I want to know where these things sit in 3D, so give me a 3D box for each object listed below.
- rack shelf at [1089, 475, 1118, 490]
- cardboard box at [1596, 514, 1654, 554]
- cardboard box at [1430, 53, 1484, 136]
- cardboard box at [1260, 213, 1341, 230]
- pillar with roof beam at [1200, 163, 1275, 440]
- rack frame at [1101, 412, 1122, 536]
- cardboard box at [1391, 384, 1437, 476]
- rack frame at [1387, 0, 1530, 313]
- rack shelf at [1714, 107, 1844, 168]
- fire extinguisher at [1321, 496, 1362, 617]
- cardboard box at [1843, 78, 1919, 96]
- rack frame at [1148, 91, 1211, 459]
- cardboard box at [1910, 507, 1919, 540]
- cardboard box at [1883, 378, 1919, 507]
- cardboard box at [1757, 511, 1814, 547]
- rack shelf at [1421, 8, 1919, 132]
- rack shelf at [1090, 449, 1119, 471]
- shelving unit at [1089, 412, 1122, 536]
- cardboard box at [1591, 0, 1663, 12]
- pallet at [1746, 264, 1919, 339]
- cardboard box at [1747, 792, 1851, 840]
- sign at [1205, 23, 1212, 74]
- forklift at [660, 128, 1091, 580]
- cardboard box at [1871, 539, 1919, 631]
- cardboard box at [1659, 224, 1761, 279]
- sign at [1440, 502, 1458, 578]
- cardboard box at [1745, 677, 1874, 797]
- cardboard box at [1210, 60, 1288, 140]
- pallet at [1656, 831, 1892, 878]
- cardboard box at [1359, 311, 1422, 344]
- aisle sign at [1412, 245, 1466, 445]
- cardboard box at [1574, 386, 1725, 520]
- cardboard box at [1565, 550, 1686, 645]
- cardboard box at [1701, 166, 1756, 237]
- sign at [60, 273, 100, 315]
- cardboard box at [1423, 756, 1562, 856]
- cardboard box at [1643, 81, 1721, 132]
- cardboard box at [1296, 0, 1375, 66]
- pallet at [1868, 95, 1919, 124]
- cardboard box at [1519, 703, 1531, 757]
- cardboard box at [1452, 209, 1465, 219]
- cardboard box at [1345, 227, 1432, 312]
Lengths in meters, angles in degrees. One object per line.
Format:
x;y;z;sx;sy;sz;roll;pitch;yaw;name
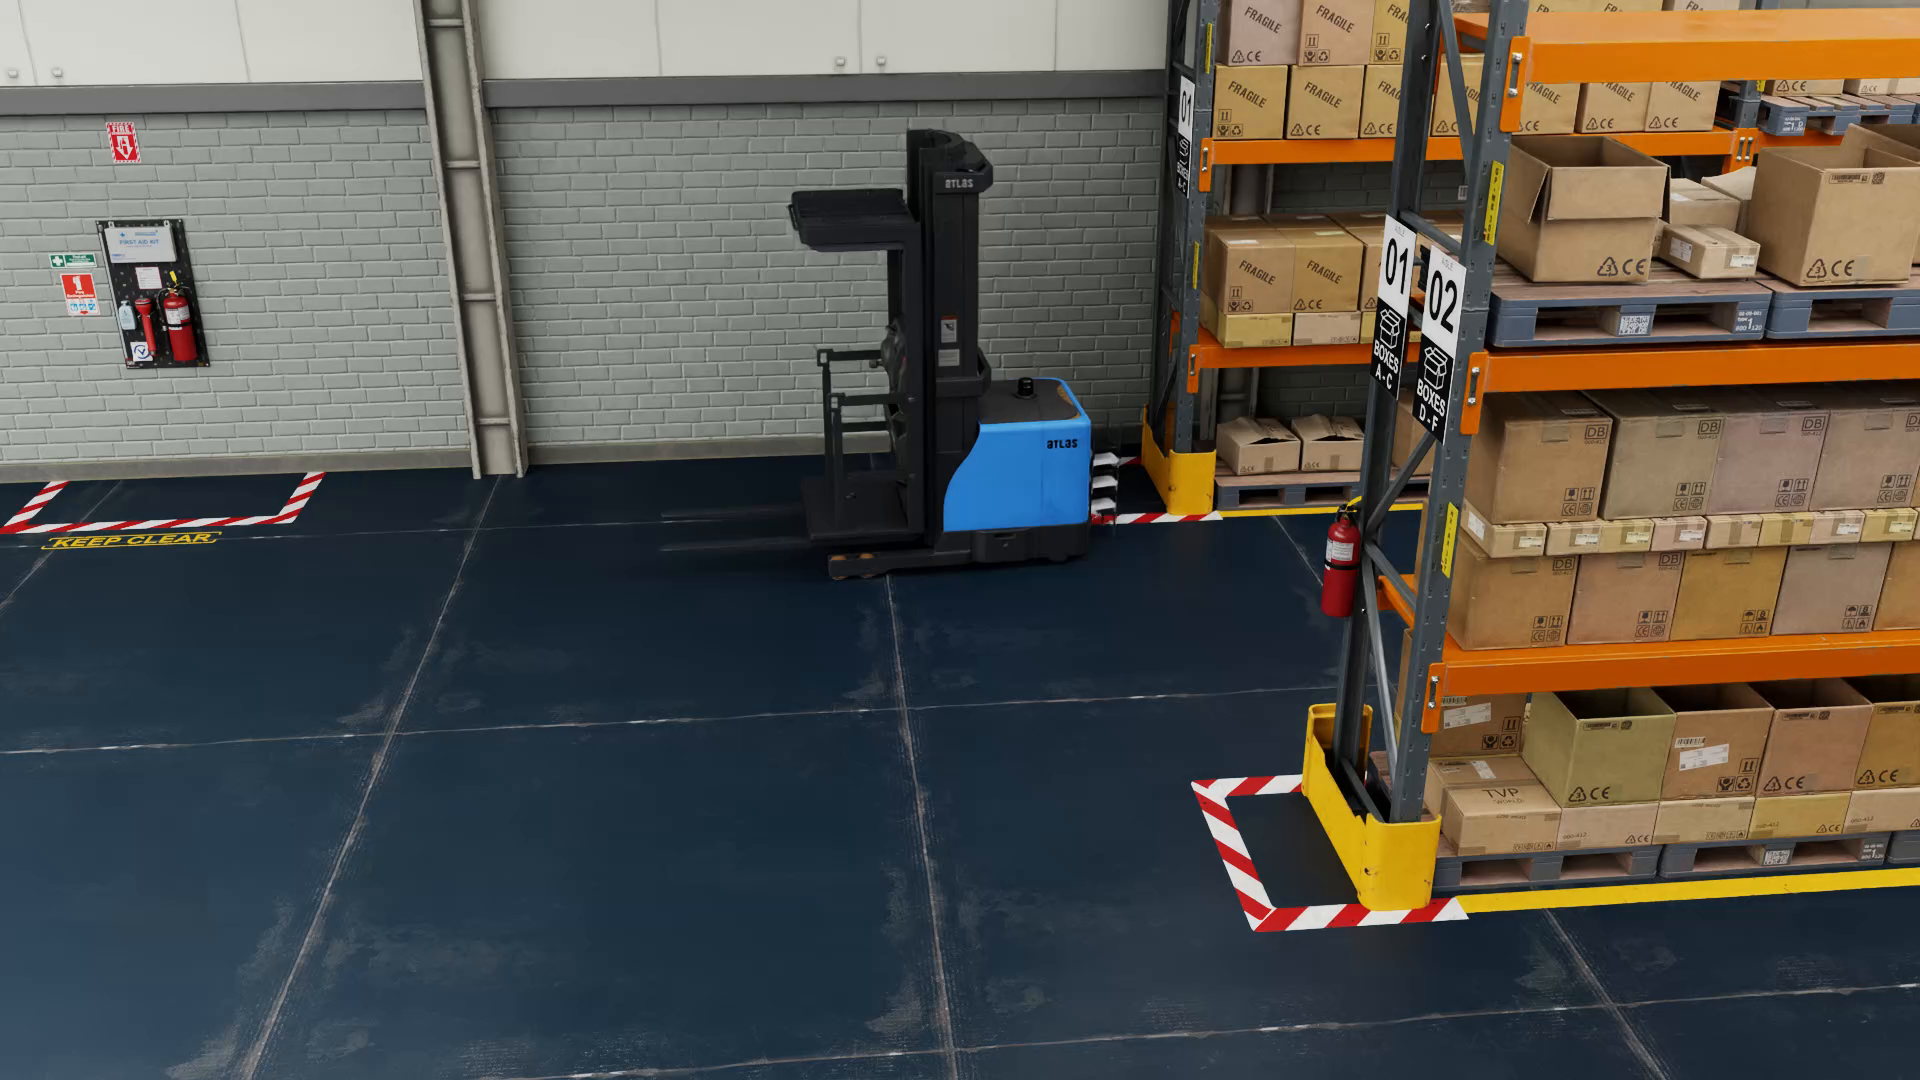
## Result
1.013;-0.437;12.192;0.200;0.077;0.258;-8;28;-17;rack shelf
3.048;-0.083;7.823;0.250;0.149;0.380;-2;24;-5;cardboard box
3.578;-3.191;11.895;0.500;0.500;0.500;-1;24;-2;cardboard box
2.585;-2.198;12.739;0.500;0.500;0.500;-2;24;-4;cardboard box
2.670;-3.173;8.309;0.400;9.000;9.100;-2;24;-5;pillar with roof beam
1.110;-0.480;12.206;0.006;0.900;0.240;-8;28;-17;rack frame
3.635;-0.876;13.063;0.500;0.500;0.700;-4;24;-8;cardboard box
2.126;-2.533;6.870;0.127;3.000;1.000;-2;24;-5;rack frame
7.606;-3.075;12.668;4.000;0.370;1.077;-2;24;-5;rack shelf
1.962;0.061;8.516;0.183;0.674;0.296;-2;24;-5;fire extinguisher
6.781;-3.489;12.307;0.500;0.311;0.500;-2;24;-3;cardboard box
1.635;-1.794;12.593;0.127;3.000;1.000;-2;24;-5;rack frame
4.593;-0.146;7.963;0.250;0.149;0.380;-2;24;-4;cardboard box
4.664;-0.529;8.027;0.500;0.500;0.700;-2;24;-5;cardboard box
3.819;-0.115;7.893;0.250;0.149;0.380;-3;24;-6;cardboard box
4.116;-2.101;7.277;4.000;0.370;1.077;-2;24;-5;rack shelf
1.016;-0.598;12.111;0.200;0.077;0.258;-8;28;-17;rack shelf
1.013;-0.467;12.177;0.210;0.900;0.258;-8;28;-17;shelving unit
4.597;-3.680;11.764;0.500;0.500;0.500;-1;24;-2;cardboard box
4.049;-1.190;7.649;1.213;0.211;1.003;-2;24;-5;pallet
4.174;1.282;8.540;0.500;0.250;0.500;-2;24;-5;cardboard box
1.689;-3.345;11.312;0.005;0.325;0.100;-2;24;-5;sign
-0.637;-1.292;11.548;3.031;2.935;1.130;-3;24;-8;forklift
4.642;0.065;8.287;0.500;0.500;0.700;-2;24;-4;cardboard box
3.314;-1.279;7.361;0.250;0.149;0.380;-2;24;-5;cardboard box
2.174;0.001;7.391;0.005;0.325;0.100;-2;24;-5;sign
4.174;0.940;8.387;0.500;0.500;0.500;-2;24;-5;cardboard box
1.993;-3.132;11.762;0.500;0.500;0.500;-2;24;-4;cardboard box
4.094;1.388;8.868;1.213;0.211;1.003;-2;24;-5;pallet
3.175;-1.670;12.474;0.500;0.250;0.500;-3;24;-6;cardboard box
2.090;-0.853;7.276;0.004;0.787;0.394;-2;24;-5;aisle sign
3.167;-0.469;7.892;0.500;0.500;0.700;-3;24;-7;cardboard box
3.114;0.126;8.150;0.500;0.500;0.700;-2;24;-4;cardboard box
3.799;-1.552;7.776;0.500;0.311;0.500;0;24;1;cardboard box
-6.748;-1.884;12.753;0.234;0.329;0.001;-2;24;-5;sign
2.681;1.341;8.407;0.500;0.250;0.500;-2;24;-5;cardboard box
5.135;-3.259;12.048;0.500;0.500;0.500;-2;24;-4;cardboard box
2.547;-3.593;11.569;0.500;0.500;0.500;-3;24;-6;cardboard box
7.272;-3.263;12.435;1.003;0.211;1.213;-2;24;-5;pallet
3.127;1.107;8.934;0.500;0.250;0.500;-2;24;-5;cardboard box
4.116;-2.266;12.891;0.500;0.500;0.500;-2;24;-4;cardboard box
3.147;-2.008;12.312;0.500;0.500;0.500;-3;24;-7;cardboard box
